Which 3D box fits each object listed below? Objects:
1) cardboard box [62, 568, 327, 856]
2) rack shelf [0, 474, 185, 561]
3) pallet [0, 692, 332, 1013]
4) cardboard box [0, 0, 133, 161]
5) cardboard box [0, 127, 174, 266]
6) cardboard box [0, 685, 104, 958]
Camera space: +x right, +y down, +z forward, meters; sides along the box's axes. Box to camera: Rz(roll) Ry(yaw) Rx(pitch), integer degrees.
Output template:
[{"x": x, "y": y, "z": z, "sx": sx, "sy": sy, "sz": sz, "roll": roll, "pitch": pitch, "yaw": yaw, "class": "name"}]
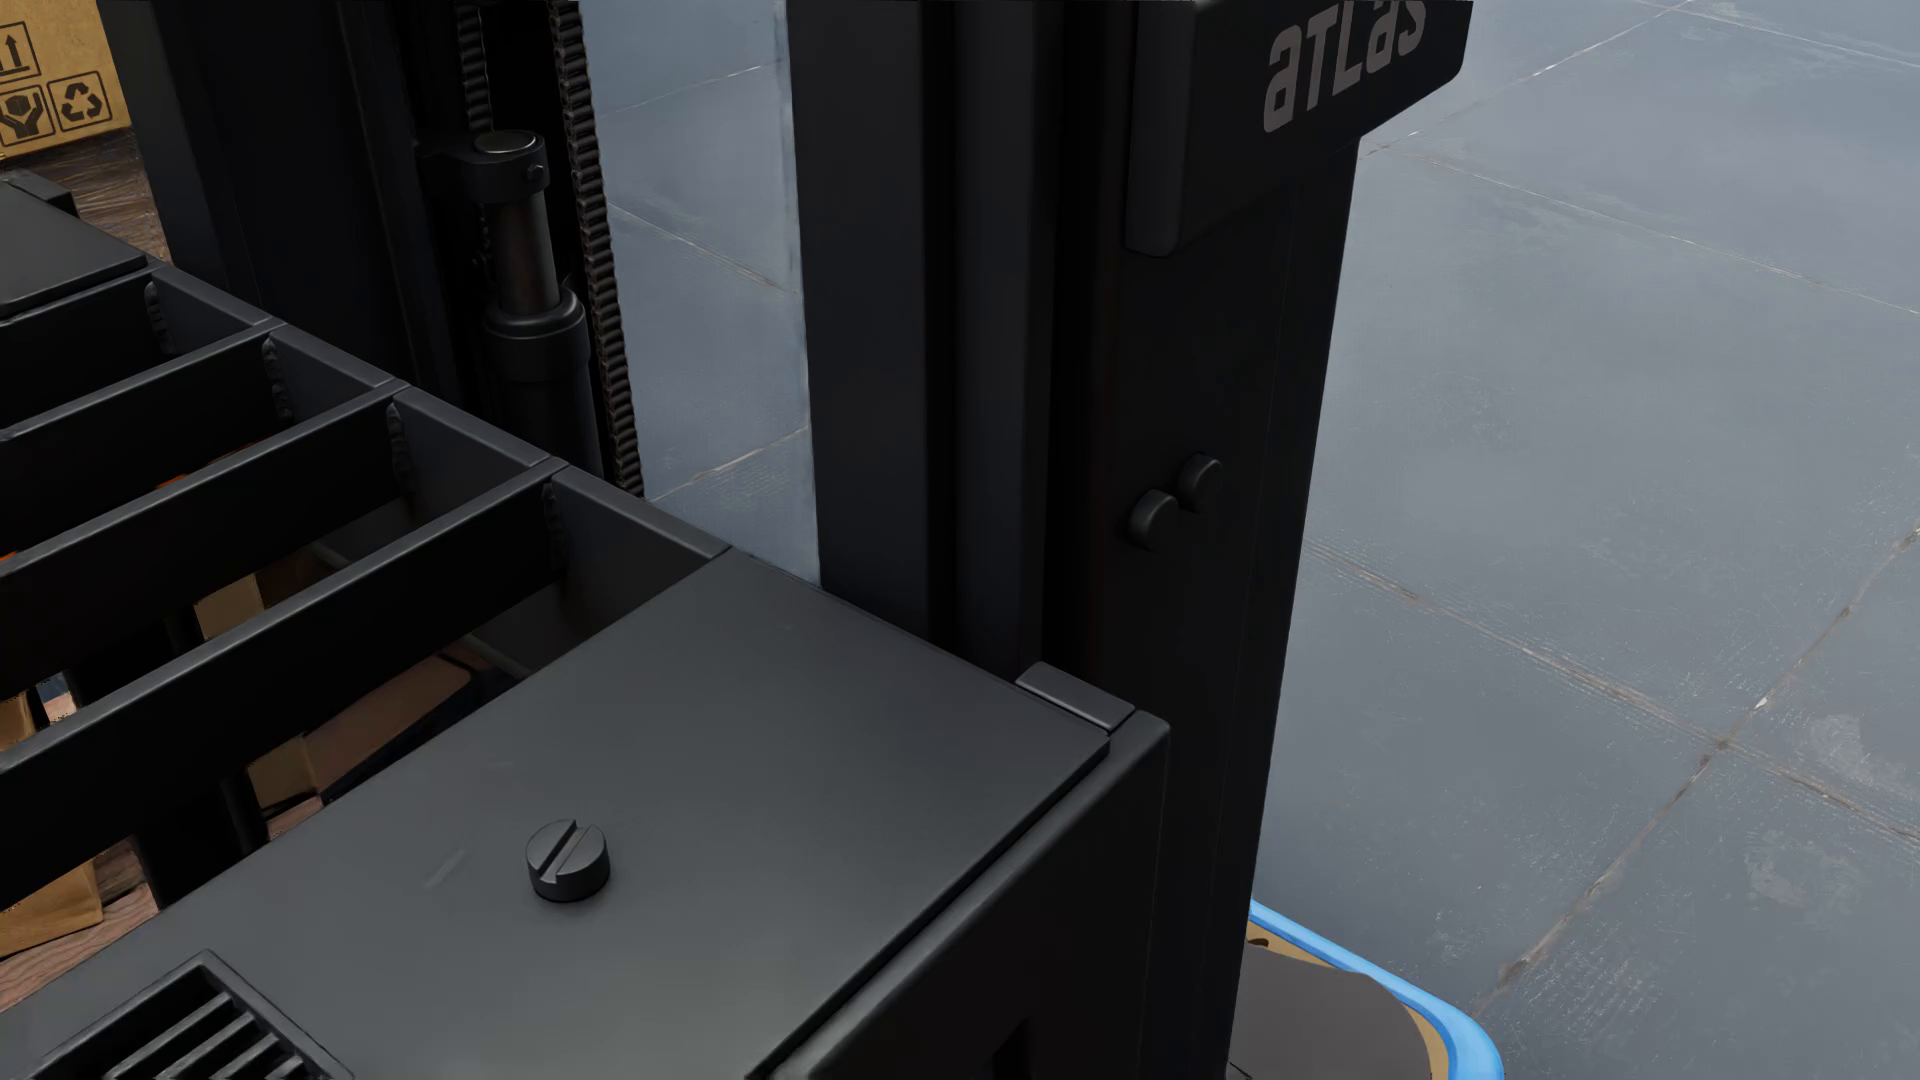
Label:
[{"x": -1.831, "y": 0.332, "z": 3.970, "sx": 0.500, "sy": 0.500, "sz": 0.500, "roll": -21, "pitch": 40, "yaw": -28, "class": "cardboard box"}, {"x": -2.788, "y": 0.339, "z": 2.771, "sx": 1.077, "sy": 0.370, "sz": 4.000, "roll": 30, "pitch": 45, "yaw": 35, "class": "rack shelf"}, {"x": -2.030, "y": 0.722, "z": 4.030, "sx": 1.003, "sy": 0.211, "sz": 1.213, "roll": 30, "pitch": 45, "yaw": 35, "class": "pallet"}, {"x": -1.591, "y": -1.018, "z": 2.866, "sx": 0.500, "sy": 0.500, "sz": 0.500, "roll": 30, "pitch": 45, "yaw": 35, "class": "cardboard box"}, {"x": -1.786, "y": -0.719, "z": 3.311, "sx": 0.875, "sy": 0.500, "sz": 0.500, "roll": 30, "pitch": 45, "yaw": 35, "class": "cardboard box"}, {"x": -2.228, "y": 0.588, "z": 3.602, "sx": 0.500, "sy": 0.500, "sz": 0.500, "roll": -18, "pitch": 39, "yaw": -24, "class": "cardboard box"}]
